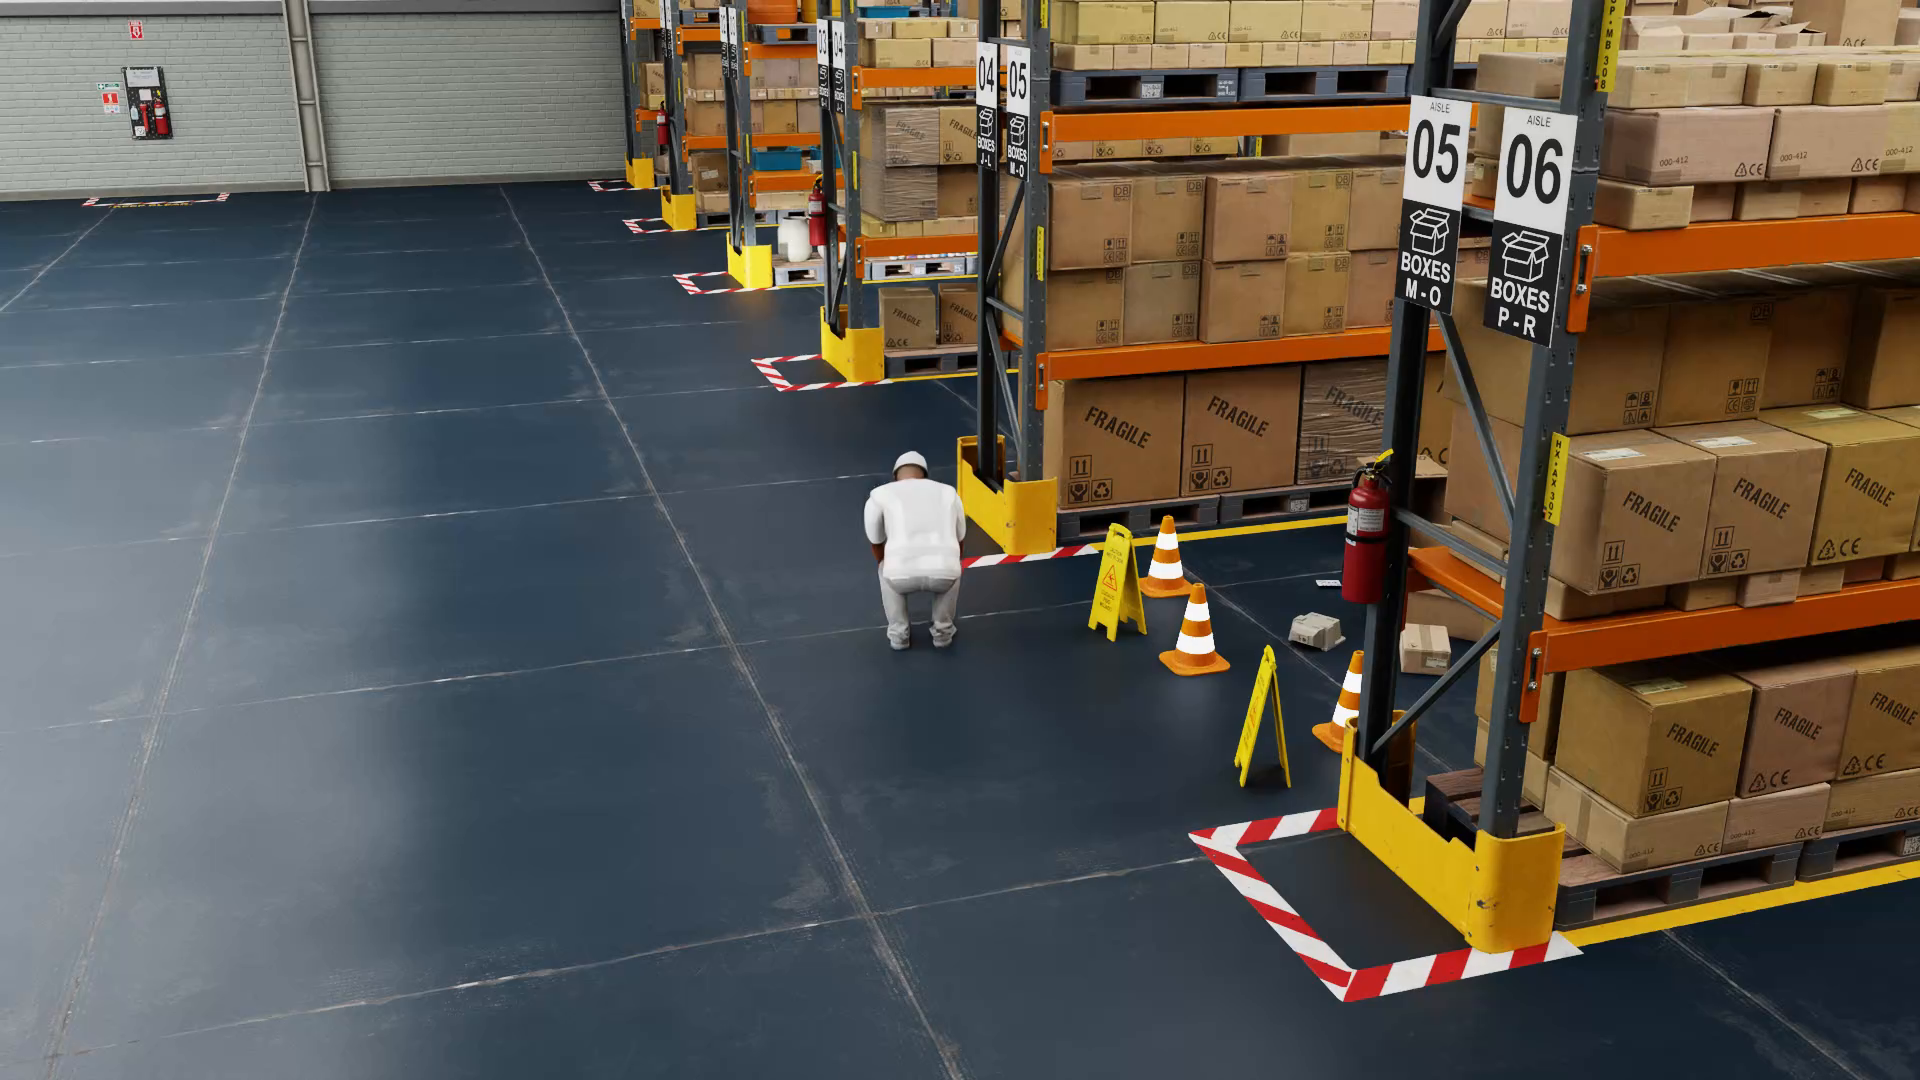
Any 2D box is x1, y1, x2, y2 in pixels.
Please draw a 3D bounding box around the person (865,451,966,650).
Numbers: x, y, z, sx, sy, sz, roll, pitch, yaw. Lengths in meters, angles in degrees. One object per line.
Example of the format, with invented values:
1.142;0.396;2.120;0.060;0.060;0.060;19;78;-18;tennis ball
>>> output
-0.256;0.059;9.518;0.578;1.015;0.926;0;19;0;person
